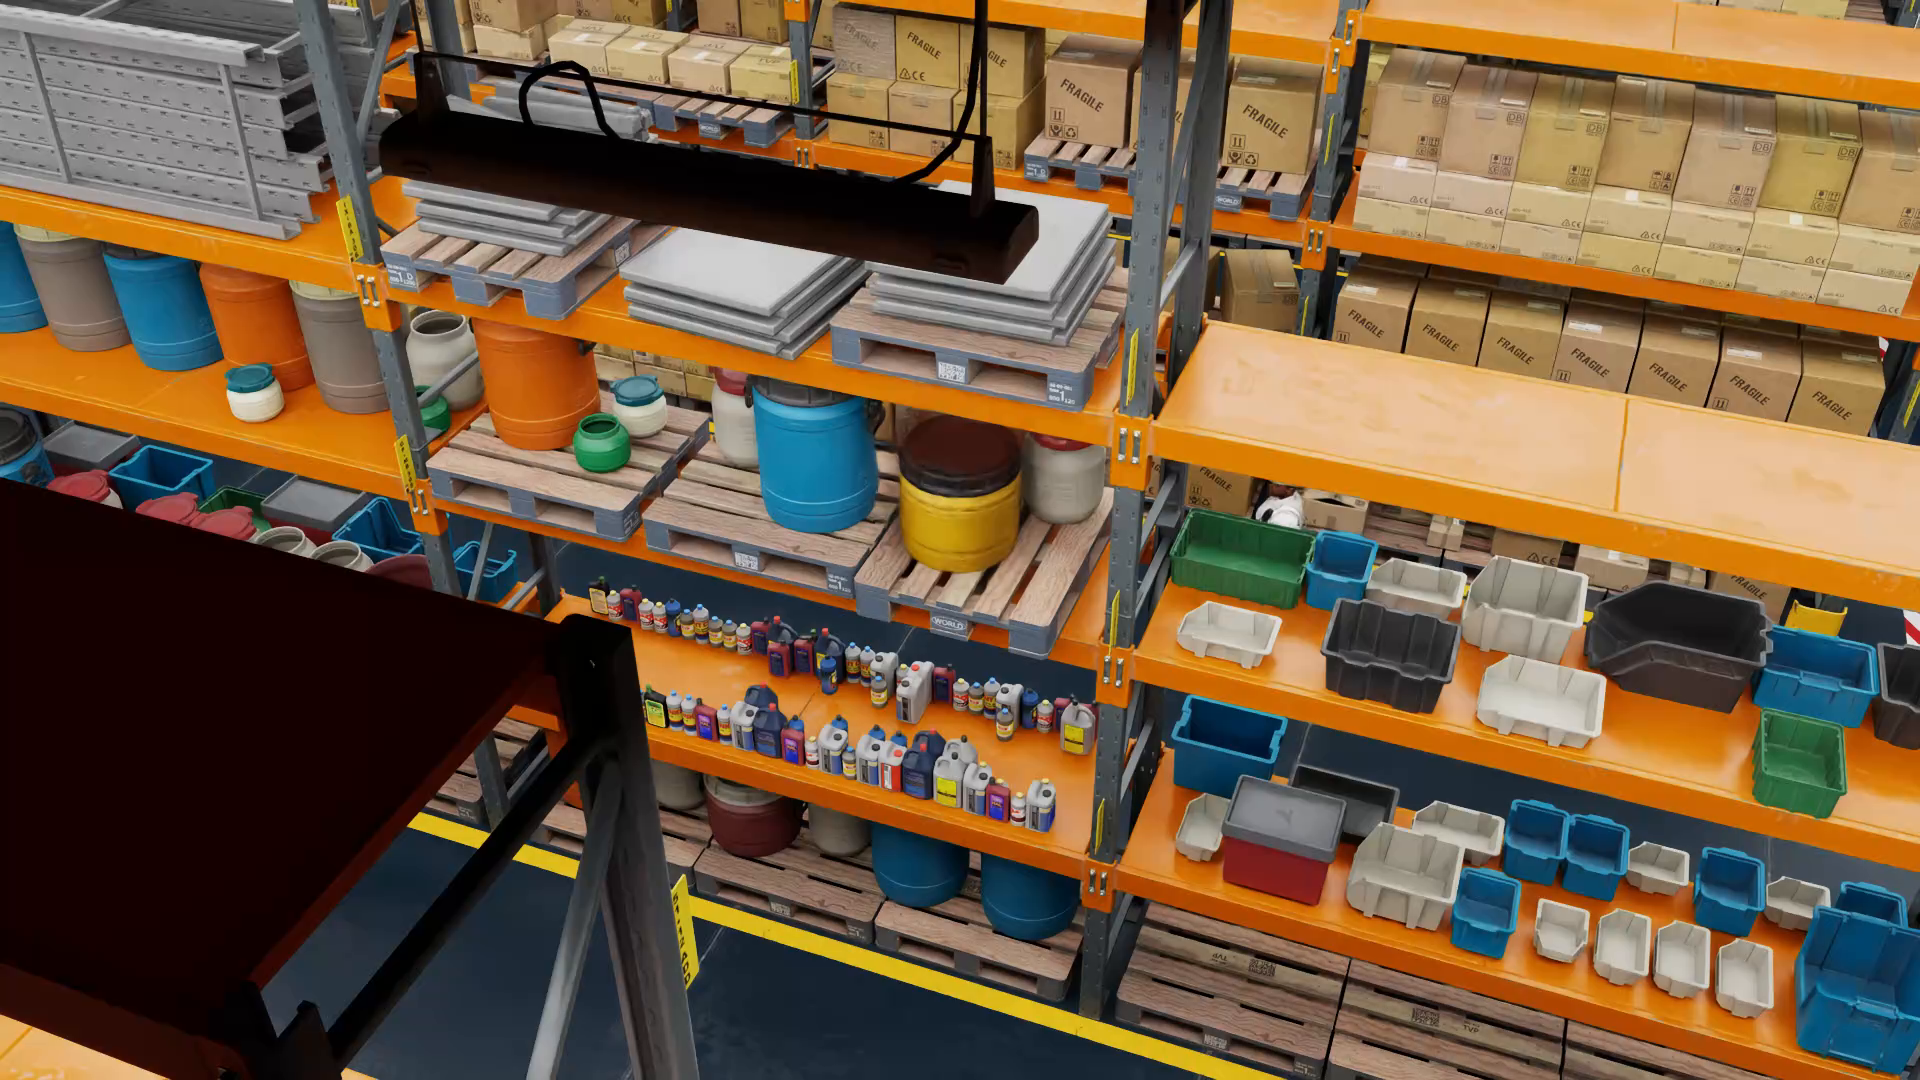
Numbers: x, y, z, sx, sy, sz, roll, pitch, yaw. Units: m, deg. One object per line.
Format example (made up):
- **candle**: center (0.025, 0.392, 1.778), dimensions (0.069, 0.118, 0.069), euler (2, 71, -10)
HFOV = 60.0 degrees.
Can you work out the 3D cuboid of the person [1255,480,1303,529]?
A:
- **person**: center (2.259, 0.134, 11.804), dimensions (1.045, 1.629, 0.435), euler (12, 38, 16)
